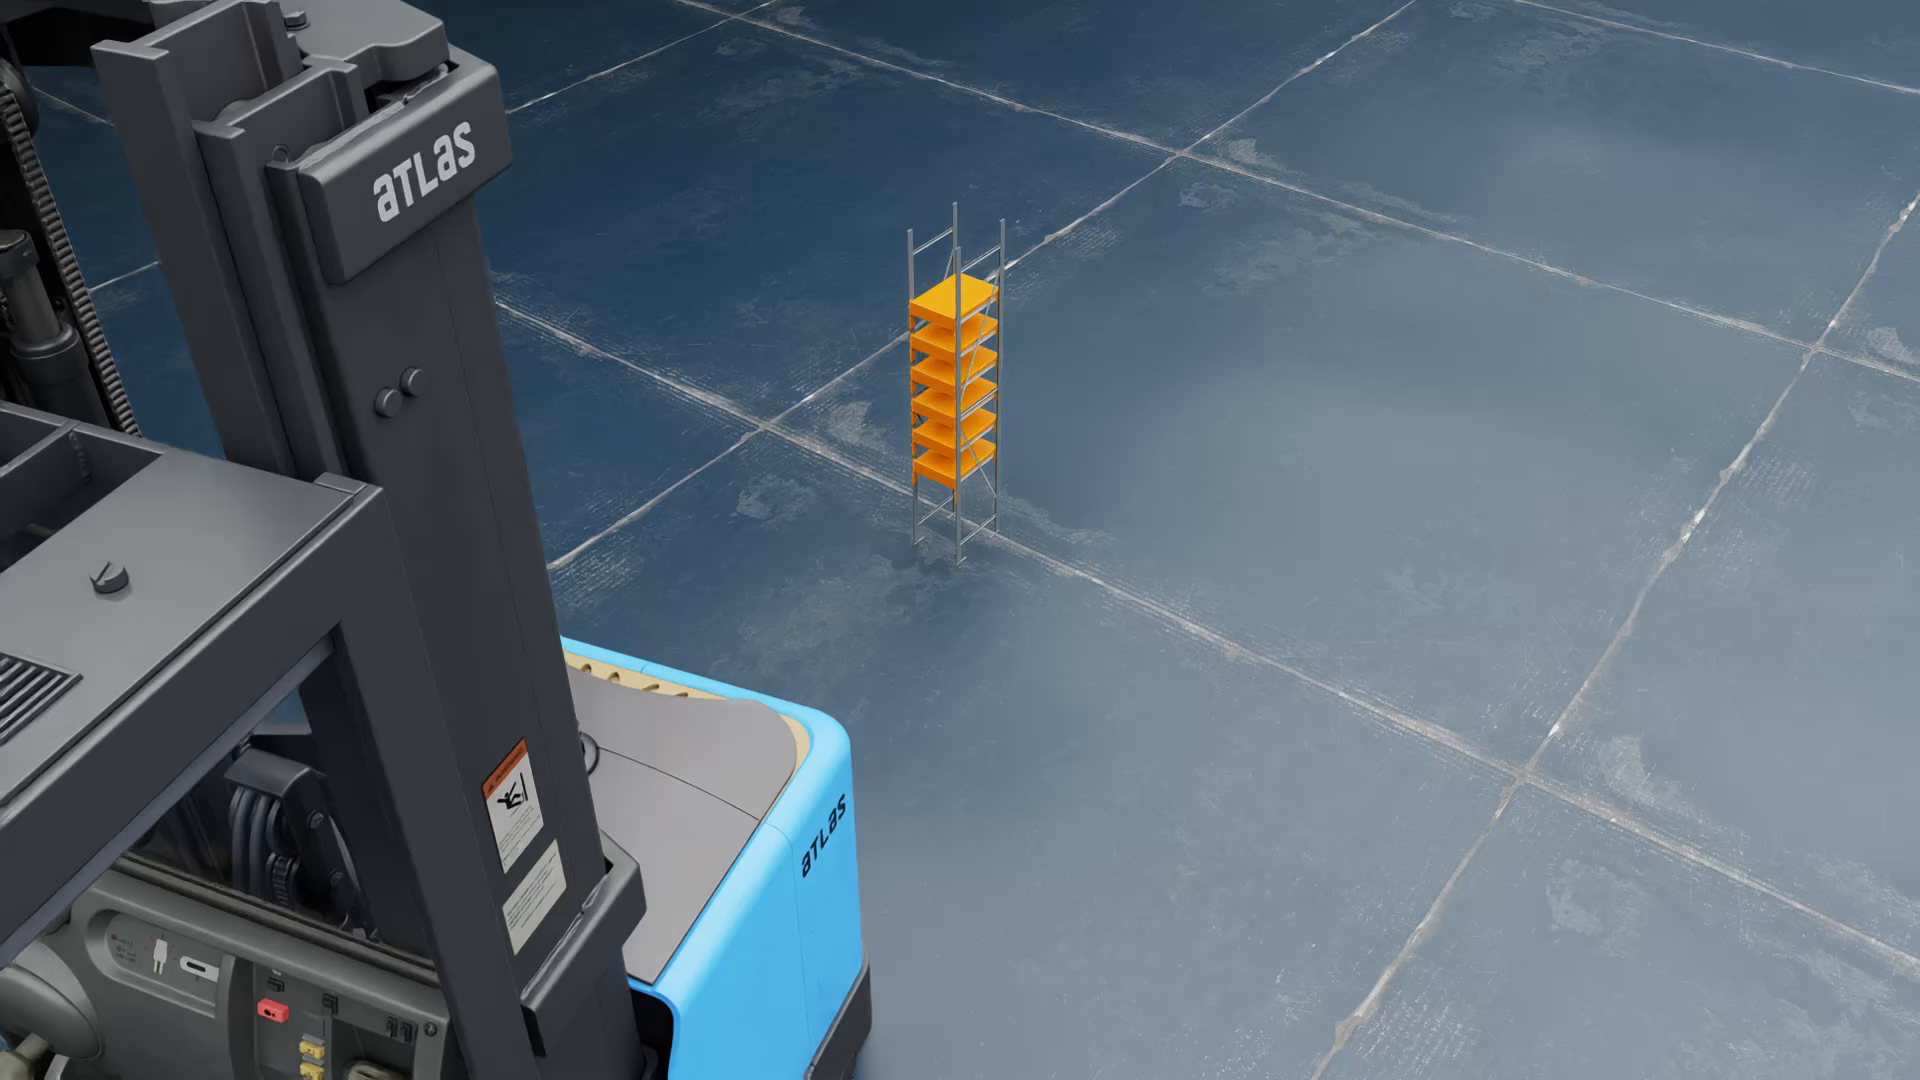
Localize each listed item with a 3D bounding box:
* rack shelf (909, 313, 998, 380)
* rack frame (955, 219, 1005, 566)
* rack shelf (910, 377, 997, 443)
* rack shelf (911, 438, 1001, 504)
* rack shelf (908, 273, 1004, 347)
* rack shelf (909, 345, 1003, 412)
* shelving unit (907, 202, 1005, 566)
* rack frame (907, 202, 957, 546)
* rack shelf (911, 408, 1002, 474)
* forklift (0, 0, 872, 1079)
[{"bbox_3d":[-0.012,-0.632,5.266,0.180,0.103,0.258,25,45,29],"label":"rack shelf"},{"bbox_3d":[0.061,-0.444,5.343,0.006,1.200,0.240,25,45,29],"label":"rack frame"},{"bbox_3d":[-0.011,-0.443,5.414,0.180,0.103,0.258,25,45,29],"label":"rack shelf"},{"bbox_3d":[-0.011,-0.254,5.562,0.180,0.103,0.258,25,45,29],"label":"rack shelf"},{"bbox_3d":[-0.012,-0.726,5.192,0.180,0.103,0.258,25,45,29],"label":"rack shelf"},{"bbox_3d":[-0.011,-0.537,5.340,0.180,0.103,0.258,25,45,29],"label":"rack shelf"},{"bbox_3d":[-0.011,-0.478,5.387,0.189,1.200,0.258,25,45,29],"label":"shelving unit"},{"bbox_3d":[-0.084,-0.512,5.431,0.006,1.200,0.240,25,45,29],"label":"rack frame"},{"bbox_3d":[-0.011,-0.348,5.488,0.180,0.103,0.258,25,45,29],"label":"rack shelf"},{"bbox_3d":[-1.235,0.802,2.348,1.130,2.935,3.031,14,40,17],"label":"forklift"}]
